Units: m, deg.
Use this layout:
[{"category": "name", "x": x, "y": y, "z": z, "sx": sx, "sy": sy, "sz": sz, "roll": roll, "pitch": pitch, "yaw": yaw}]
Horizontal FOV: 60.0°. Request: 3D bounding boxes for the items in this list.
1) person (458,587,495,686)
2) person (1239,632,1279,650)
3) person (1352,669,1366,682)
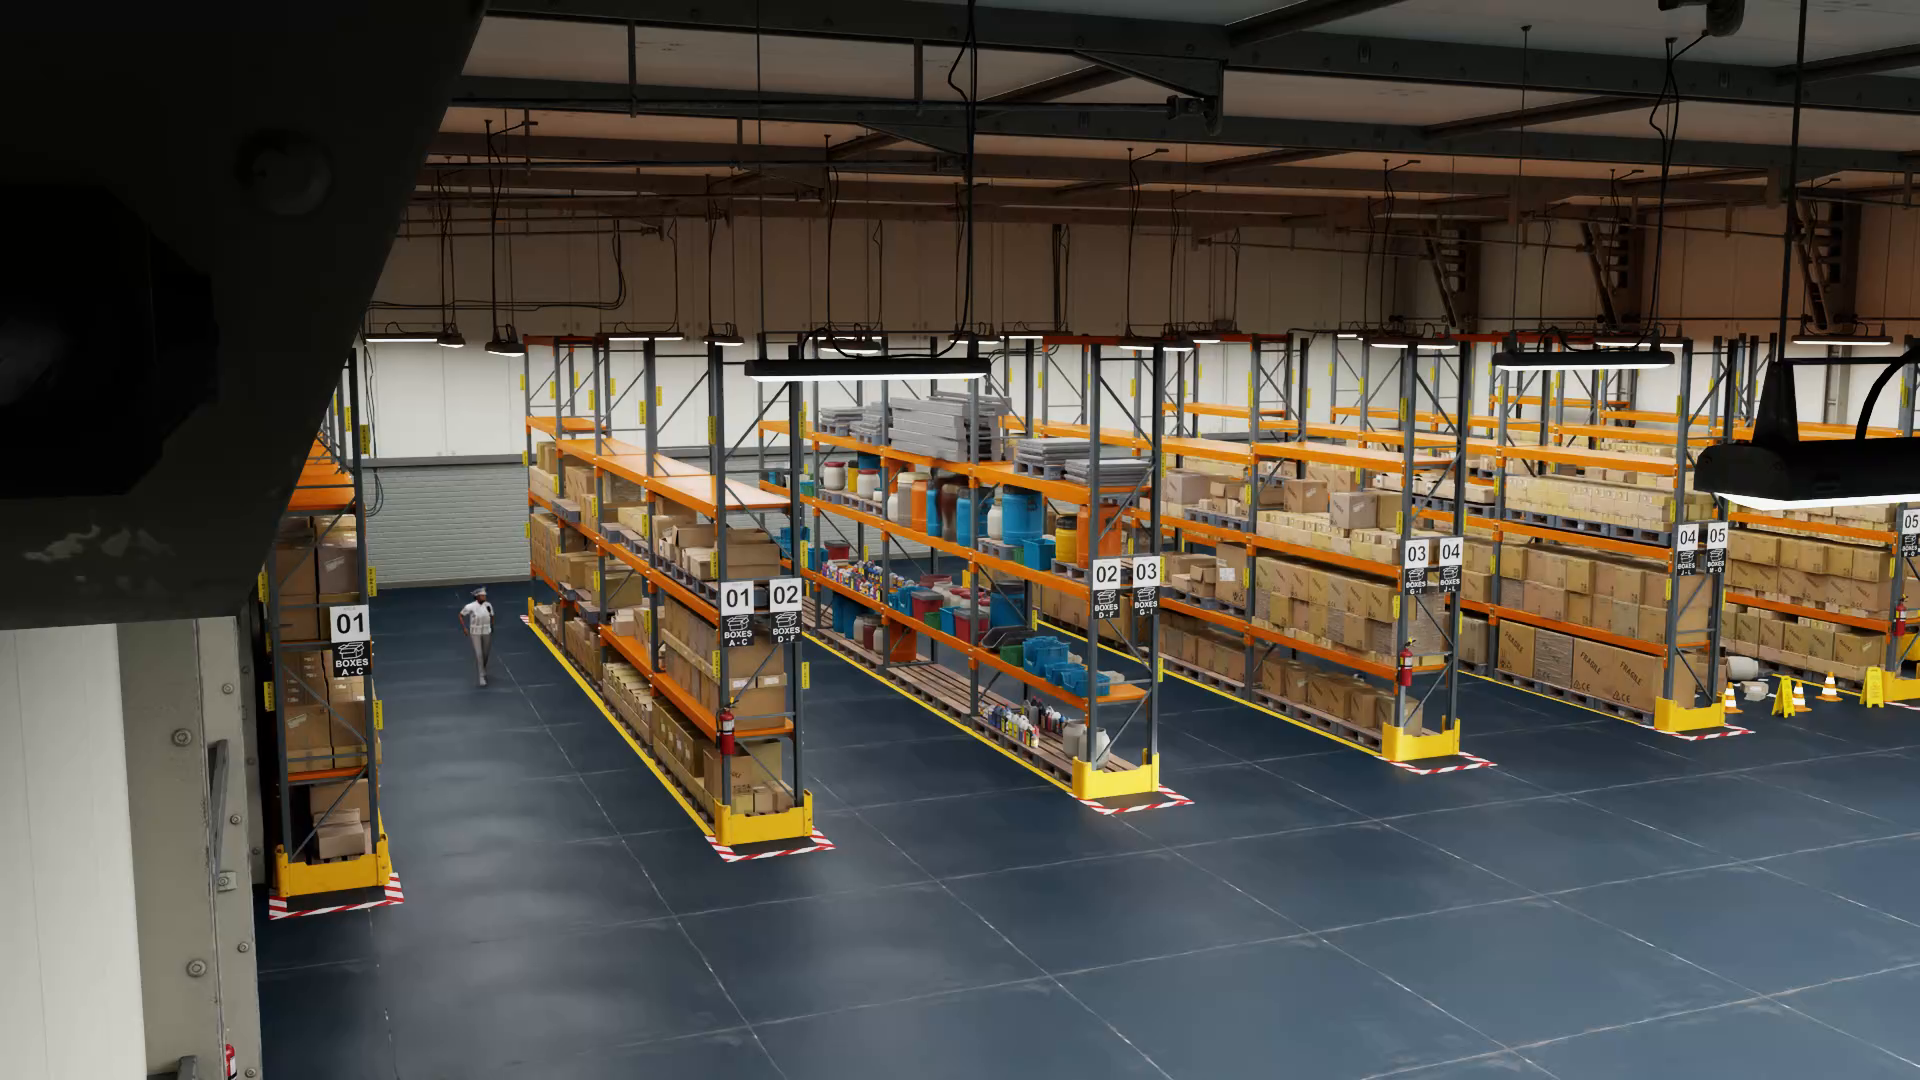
[{"category": "person", "x": -8.382, "y": 1.634, "z": 28.943, "sx": 0.627, "sy": 1.646, "sz": 1.028, "roll": -3, "pitch": 8, "yaw": -22}, {"category": "person", "x": 5.709, "y": 1.293, "z": 31.749, "sx": 0.603, "sy": 1.642, "sz": 0.974, "roll": -4, "pitch": 9, "yaw": -30}, {"category": "person", "x": 7.000, "y": 1.691, "z": 29.028, "sx": 0.421, "sy": 1.594, "sz": 0.482, "roll": -1, "pitch": 8, "yaw": -7}]
